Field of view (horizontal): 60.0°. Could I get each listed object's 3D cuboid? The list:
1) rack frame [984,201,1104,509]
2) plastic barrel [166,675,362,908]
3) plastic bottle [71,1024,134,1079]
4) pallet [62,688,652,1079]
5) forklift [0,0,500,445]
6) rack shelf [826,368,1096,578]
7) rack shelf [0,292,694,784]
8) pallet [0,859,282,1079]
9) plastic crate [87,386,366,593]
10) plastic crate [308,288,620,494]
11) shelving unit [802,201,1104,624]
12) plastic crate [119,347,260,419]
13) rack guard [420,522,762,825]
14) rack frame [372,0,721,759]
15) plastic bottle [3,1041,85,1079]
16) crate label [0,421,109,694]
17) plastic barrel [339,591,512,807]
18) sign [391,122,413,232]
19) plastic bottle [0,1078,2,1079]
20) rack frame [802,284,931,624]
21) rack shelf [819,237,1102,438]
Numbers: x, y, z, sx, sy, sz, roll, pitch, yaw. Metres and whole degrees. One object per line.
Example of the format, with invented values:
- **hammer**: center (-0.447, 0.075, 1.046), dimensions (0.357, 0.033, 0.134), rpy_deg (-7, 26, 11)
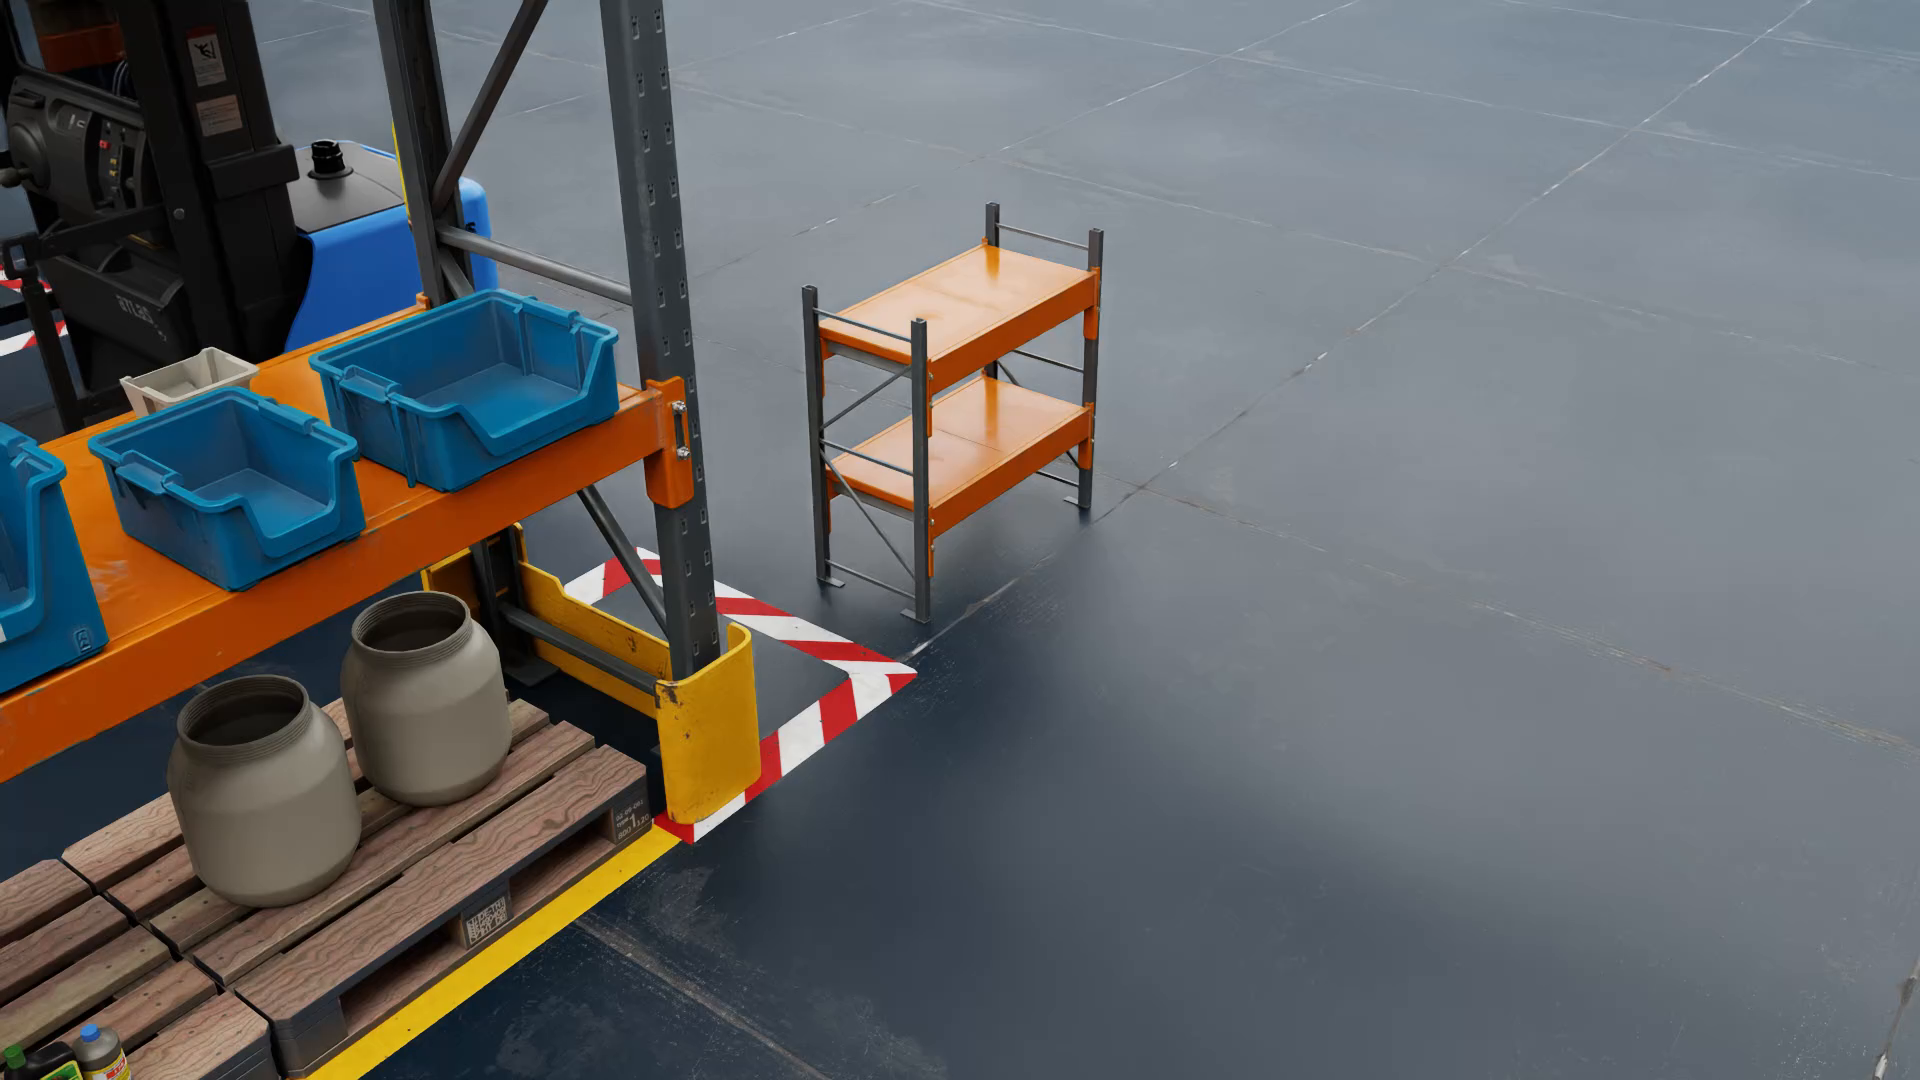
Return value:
- **rack frame**: center (0.303, -0.688, 6.307), dimensions (0.500, 1.125, 0.032), rpy_deg (21, 37, 31)
- **plastic barrel**: center (-1.777, 0.642, 4.252), dimensions (0.421, 0.512, 0.421), rpy_deg (0, 31, 0)
- **plastic bottle**: center (-1.898, 1.154, 3.674), dimensions (0.097, 0.201, 0.097), rpy_deg (0, 31, 0)
- **pallet**: center (-1.641, 0.832, 4.640), dimensions (1.003, 0.211, 1.213), rpy_deg (21, 37, 31)
- **forklift**: center (-3.160, -1.301, 5.570), dimensions (1.130, 2.935, 3.031), rpy_deg (22, 37, 33)
- **rack shelf**: center (-0.004, -0.271, 6.083), dimensions (0.538, 0.278, 1.000), rpy_deg (21, 37, 31)
- **rack shelf**: center (-2.346, 0.381, 3.371), dimensions (1.077, 0.370, 4.000), rpy_deg (21, 37, 31)
- **pallet**: center (-2.378, 1.325, 3.807), dimensions (1.003, 0.211, 1.213), rpy_deg (21, 37, 31)
- **plastic crate**: center (-1.599, -0.120, 3.657), dimensions (0.499, 0.251, 0.408), rpy_deg (21, 37, 31)
- **plastic crate**: center (-1.202, -0.382, 4.099), dimensions (0.499, 0.251, 0.616), rpy_deg (21, 37, 31)
- **shelving unit**: center (-0.004, -0.481, 5.959), dimensions (0.538, 1.125, 1.048), rpy_deg (21, 37, 31)
- **plastic crate**: center (-1.935, -0.364, 4.180), dimensions (0.298, 0.136, 0.250), rpy_deg (21, 37, 31)
- **rack guard**: center (-1.147, 0.379, 5.120), dimensions (1.175, 0.500, 0.348), rpy_deg (21, 37, 31)
- **rack frame**: center (-1.138, -0.742, 4.560), dimensions (1.000, 3.000, 0.127), rpy_deg (21, 37, 31)
- **plastic bottle**: center (-1.954, 1.172, 3.563), dimensions (0.061, 0.283, 0.133), rpy_deg (22, 37, 32)
- **crate label**: center (-2.034, 0.074, 3.148), dimensions (0.502, 0.435, 0.616), rpy_deg (21, 37, 31)
- **plastic barrel**: center (-1.475, 0.439, 4.596), dimensions (0.421, 0.512, 0.421), rpy_deg (0, 31, 0)
- **sign**: center (-1.574, -1.032, 4.778), dimensions (0.100, 0.325, 0.005), rpy_deg (21, 37, 31)
- **plastic bottle**: center (-2.072, 1.216, 3.496), dimensions (0.152, 0.276, 0.135), rpy_deg (21, 37, 32)
- **rack frame**: center (-0.311, -0.275, 5.610), dimensions (0.500, 1.125, 0.032), rpy_deg (21, 37, 31)
- **rack shelf**: center (-0.004, -0.733, 5.809), dimensions (0.538, 0.278, 1.000), rpy_deg (21, 37, 31)
